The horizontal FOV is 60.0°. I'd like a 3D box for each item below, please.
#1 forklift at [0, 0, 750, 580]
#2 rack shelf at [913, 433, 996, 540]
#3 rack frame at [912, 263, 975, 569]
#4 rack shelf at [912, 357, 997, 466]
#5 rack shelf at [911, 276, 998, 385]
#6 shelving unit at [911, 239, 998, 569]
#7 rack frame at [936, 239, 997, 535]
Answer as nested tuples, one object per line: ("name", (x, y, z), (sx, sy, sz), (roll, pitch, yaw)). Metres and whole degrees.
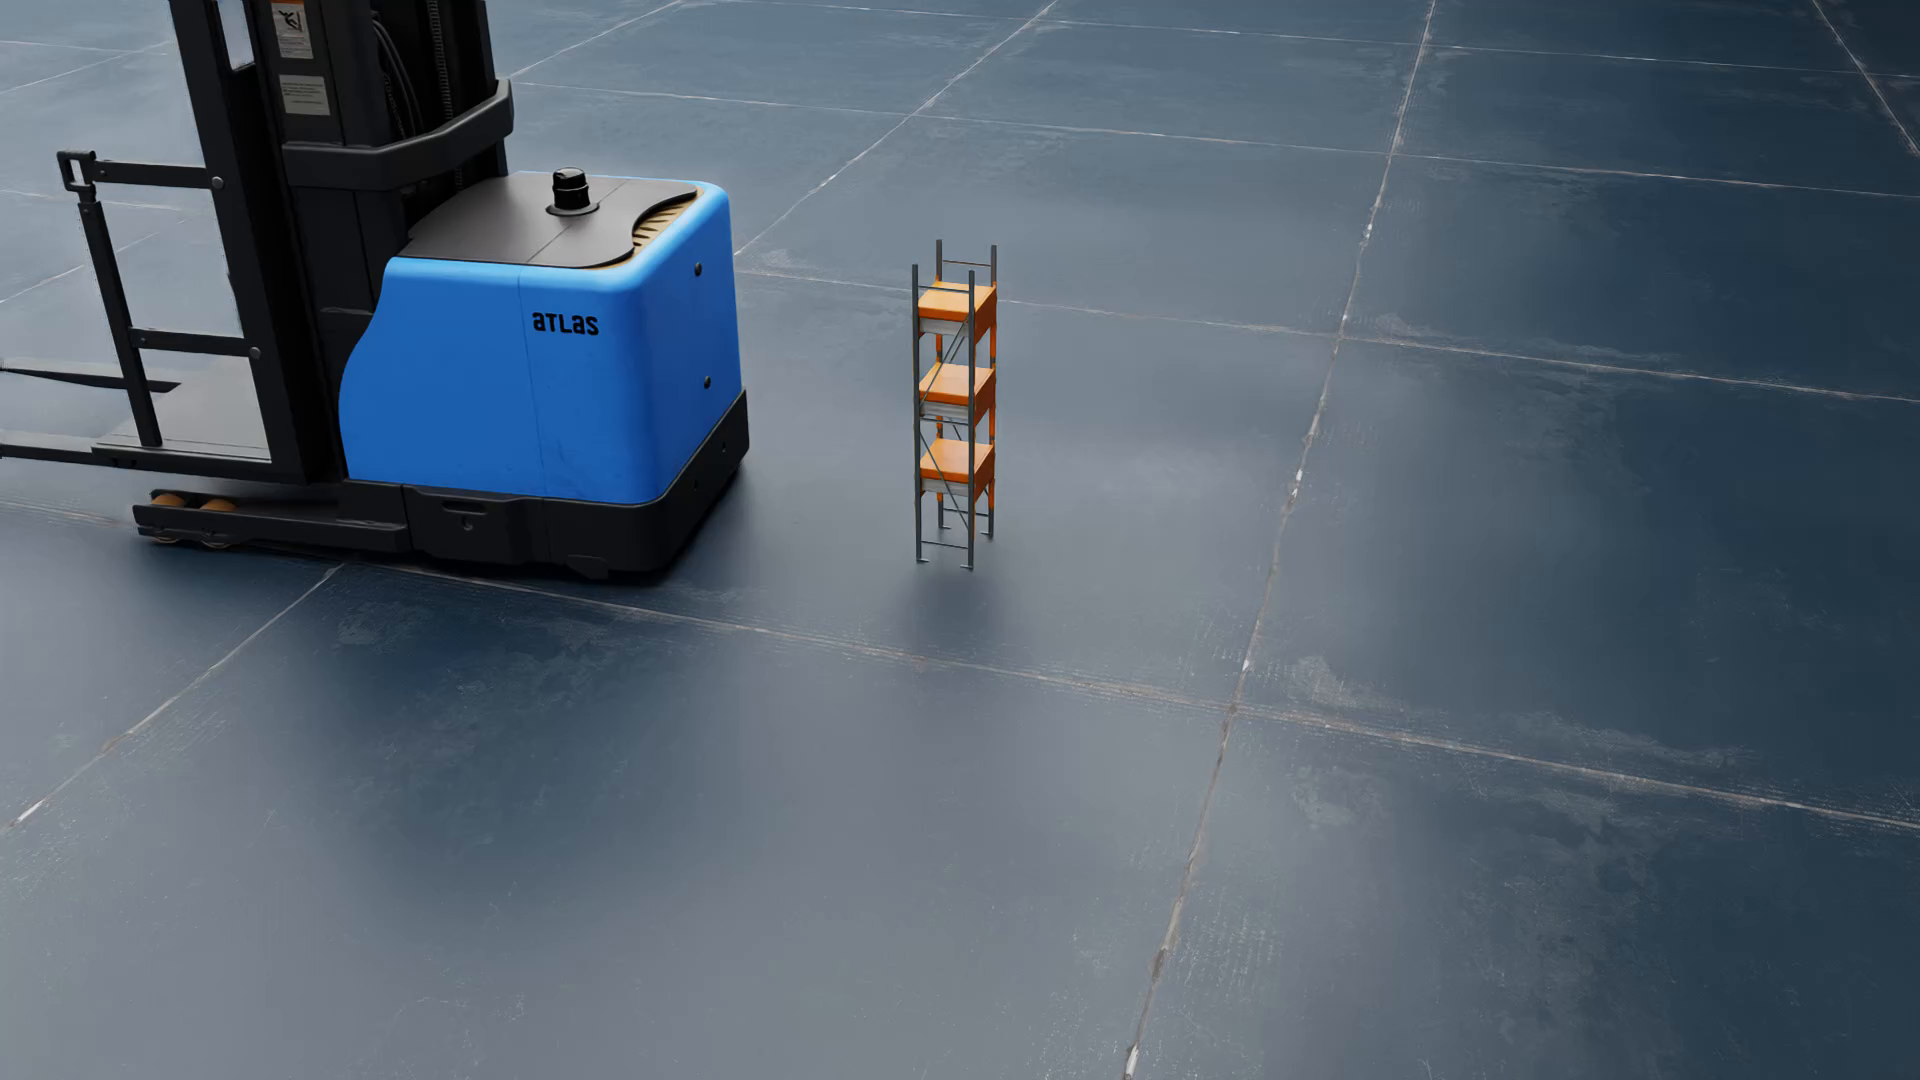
("forklift", (-2.356, -1.496, 5.424), (3.031, 2.935, 1.130), (5, 30, 10))
("rack shelf", (-0.016, -0.182, 5.590), (0.215, 0.259, 0.240), (8, 30, 15))
("rack frame", (-0.052, -0.377, 5.348), (0.200, 1.050, 0.008), (8, 30, 15))
("rack shelf", (-0.016, -0.425, 5.455), (0.215, 0.259, 0.240), (8, 30, 15))
("rack shelf", (-0.016, -0.673, 5.317), (0.215, 0.259, 0.240), (8, 30, 15))
("shelving unit", (-0.016, -0.434, 5.450), (0.215, 1.050, 0.252), (8, 30, 15))
("rack frame", (0.020, -0.491, 5.552), (0.200, 1.050, 0.008), (8, 30, 15))
